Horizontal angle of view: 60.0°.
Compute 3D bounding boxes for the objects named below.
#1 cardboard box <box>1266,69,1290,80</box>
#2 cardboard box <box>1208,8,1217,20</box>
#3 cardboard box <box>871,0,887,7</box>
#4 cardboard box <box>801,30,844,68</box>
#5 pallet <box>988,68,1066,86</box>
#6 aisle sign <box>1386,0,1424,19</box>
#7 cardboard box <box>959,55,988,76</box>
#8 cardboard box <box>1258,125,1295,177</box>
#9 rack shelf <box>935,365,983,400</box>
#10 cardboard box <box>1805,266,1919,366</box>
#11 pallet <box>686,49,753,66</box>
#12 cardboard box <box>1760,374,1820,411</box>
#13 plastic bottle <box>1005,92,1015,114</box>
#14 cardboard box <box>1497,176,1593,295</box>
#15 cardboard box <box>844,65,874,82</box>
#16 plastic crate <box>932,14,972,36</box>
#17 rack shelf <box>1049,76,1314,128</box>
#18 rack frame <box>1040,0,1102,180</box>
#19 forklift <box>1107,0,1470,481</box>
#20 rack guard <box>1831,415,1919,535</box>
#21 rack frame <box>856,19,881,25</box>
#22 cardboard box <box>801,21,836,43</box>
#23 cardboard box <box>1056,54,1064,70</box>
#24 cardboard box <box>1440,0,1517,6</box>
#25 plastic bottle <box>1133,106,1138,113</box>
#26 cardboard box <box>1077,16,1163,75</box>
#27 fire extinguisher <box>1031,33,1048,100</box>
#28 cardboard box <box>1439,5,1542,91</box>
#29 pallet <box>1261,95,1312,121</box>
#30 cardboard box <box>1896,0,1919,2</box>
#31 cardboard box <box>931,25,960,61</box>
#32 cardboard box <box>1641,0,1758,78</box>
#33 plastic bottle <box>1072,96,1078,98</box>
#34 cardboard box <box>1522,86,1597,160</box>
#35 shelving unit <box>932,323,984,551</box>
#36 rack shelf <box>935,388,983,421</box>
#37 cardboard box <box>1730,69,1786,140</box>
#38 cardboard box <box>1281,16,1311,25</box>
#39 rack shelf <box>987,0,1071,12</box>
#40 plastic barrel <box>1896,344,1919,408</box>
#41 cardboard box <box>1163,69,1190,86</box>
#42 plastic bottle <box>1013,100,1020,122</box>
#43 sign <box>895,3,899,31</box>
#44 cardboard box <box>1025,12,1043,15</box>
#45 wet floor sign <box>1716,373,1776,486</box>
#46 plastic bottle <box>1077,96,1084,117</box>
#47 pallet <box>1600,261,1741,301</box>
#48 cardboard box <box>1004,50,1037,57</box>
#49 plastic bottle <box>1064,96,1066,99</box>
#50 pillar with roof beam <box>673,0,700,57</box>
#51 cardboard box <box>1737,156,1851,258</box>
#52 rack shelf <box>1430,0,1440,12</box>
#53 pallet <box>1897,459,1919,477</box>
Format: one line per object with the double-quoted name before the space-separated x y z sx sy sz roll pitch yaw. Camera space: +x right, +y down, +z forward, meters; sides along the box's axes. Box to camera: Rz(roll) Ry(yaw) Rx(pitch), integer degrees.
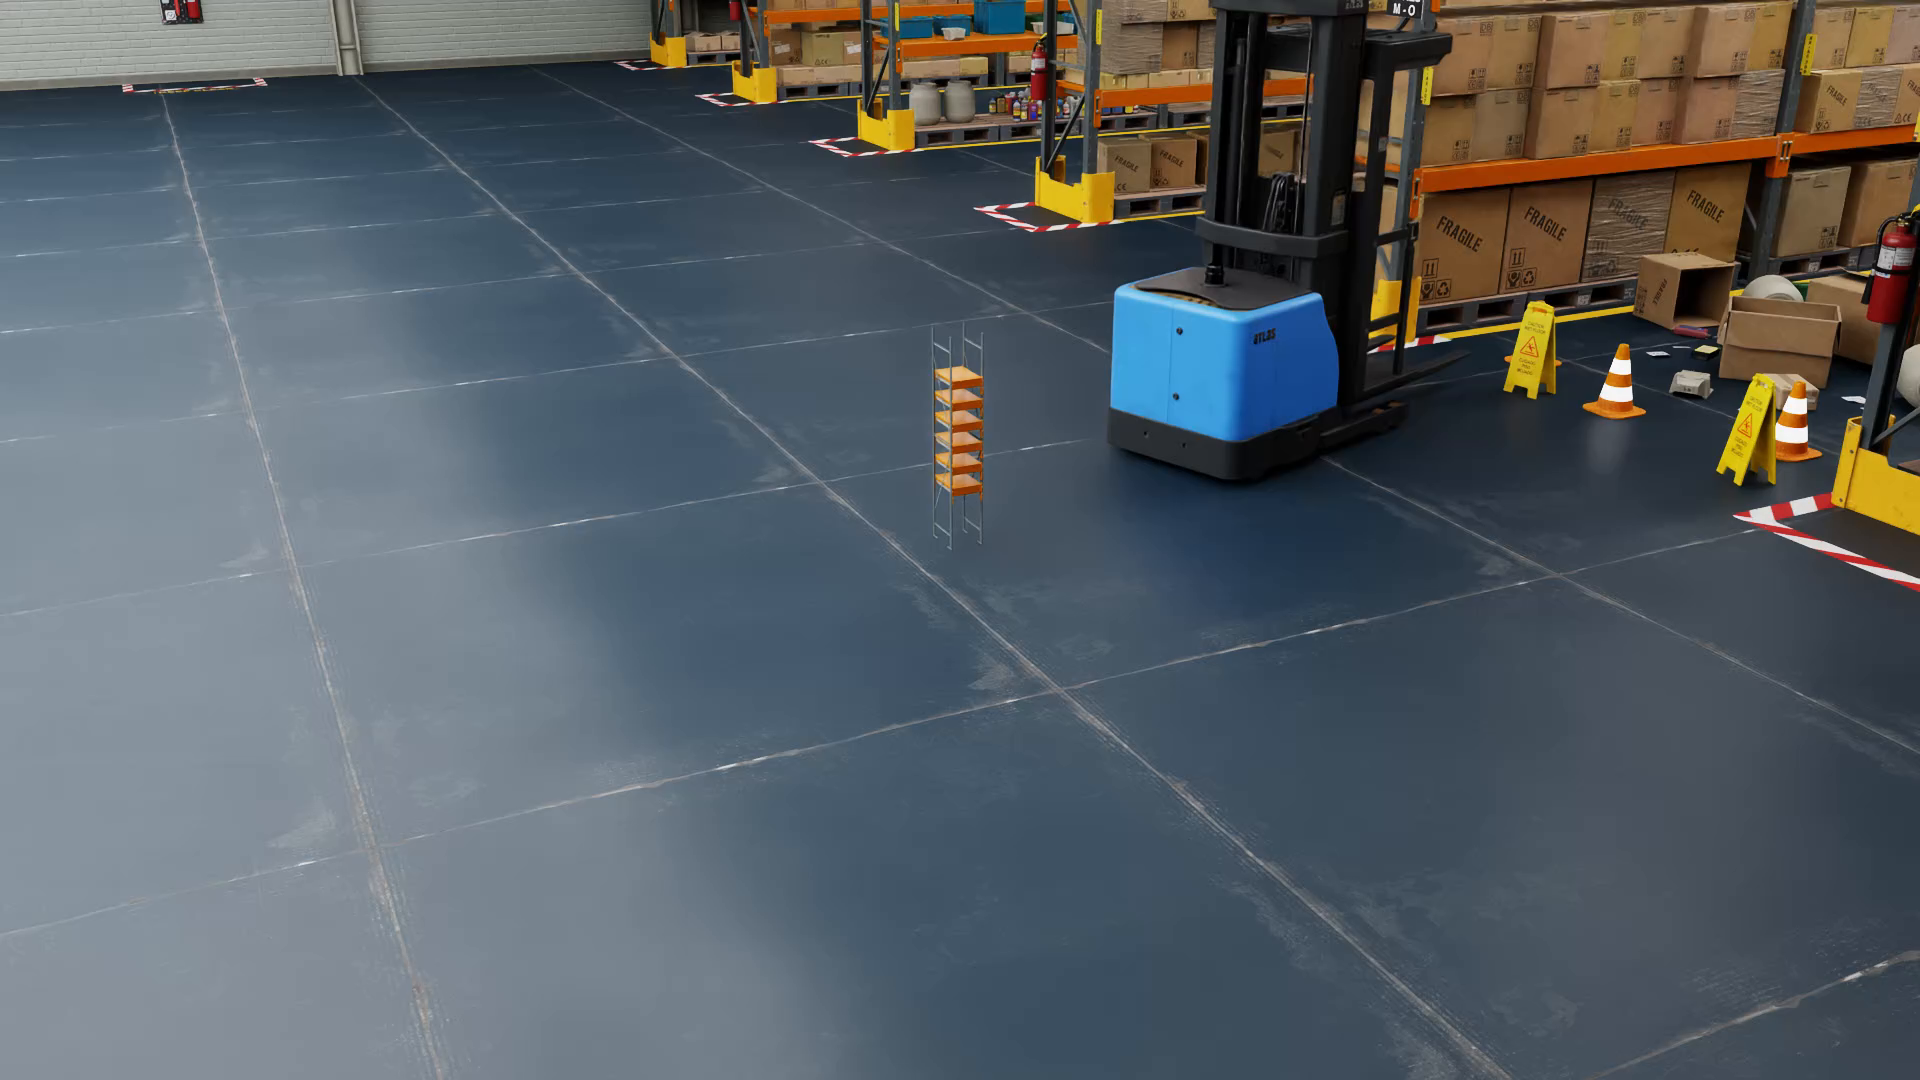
"cardboard box" 3.311 -5.011 17.737 0.250 0.149 0.380 -10 25 -24
"cardboard box" 2.648 -5.651 17.129 0.500 0.500 0.500 -10 25 -24
"cardboard box" -1.342 -8.635 26.035 0.500 0.500 0.700 -10 24 -22
"cardboard box" -2.132 -7.624 25.789 0.500 0.500 0.500 -10 25 -24
"pallet" 1.089 -7.769 27.719 1.213 0.211 1.003 -10 25 -24
"aisle sign" 3.258 -4.204 12.061 0.004 0.787 0.394 -10 25 -24
"cardboard box" 0.119 -7.693 26.936 0.500 0.250 0.500 -10 25 -24
"cardboard box" 3.320 -4.266 18.330 0.500 0.500 0.500 -13 26 -28
"rack shelf" -0.013 -0.844 8.870 0.180 0.103 0.258 -10 25 -24
"cardboard box" 6.753 -1.660 12.400 0.503 0.637 0.797 -10 25 -24
"pallet" -4.498 -8.812 30.238 1.213 0.211 1.003 -10 25 -24
"cardboard box" 5.733 -1.025 11.508 0.250 0.149 0.380 2 23 4
"plastic bottle" 0.687 -5.984 22.746 0.135 0.276 0.152 -10 25 -23
"cardboard box" 4.566 -2.612 13.843 0.875 0.875 0.875 -11 25 -24
"cardboard box" -1.682 -7.361 26.134 0.500 0.250 0.500 -10 25 -24
"plastic crate" -0.108 -6.774 21.863 0.408 0.251 0.499 -10 25 -24
"rack shelf" 2.933 -4.843 17.945 4.000 0.370 1.077 -10 25 -24
"rack frame" 1.131 -4.844 17.006 0.127 3.000 1.000 -10 25 -24
"forklift" 2.336 -2.175 10.649 3.031 2.935 1.130 -21 30 -40
"rack guard" 5.498 -0.286 9.264 0.348 0.500 1.175 -10 25 -24
"rack frame" -1.709 -10.628 30.981 0.127 3.000 1.000 -10 25 -24
"cardboard box" -2.627 -9.491 30.926 0.500 0.500 0.500 -12 26 -28
"cardboard box" 1.374 -7.911 27.463 0.500 0.250 0.500 -10 24 -22
"cardboard box" 5.512 -6.062 18.616 1.000 1.000 1.000 -10 25 -23
"plastic bottle" 2.396 -5.957 22.779 0.097 0.201 0.097 0 22 0
"cardboard box" 1.639 -5.109 17.128 0.500 0.500 0.875 -10 25 -24
"fire extinguisher" 0.828 -4.948 17.359 0.183 0.674 0.296 -10 25 -24
"cardboard box" 3.998 -3.857 13.015 0.550 0.550 0.875 -10 25 -24
"pallet" 4.379 -6.273 24.106 1.213 0.211 1.003 -10 25 -24
"cardboard box" 8.614 -4.627 15.044 0.500 0.500 0.700 -11 25 -24
"cardboard box" -0.336 -7.961 26.602 0.500 0.500 0.500 -10 25 -24
"cardboard box" 6.003 -4.169 13.768 0.550 0.550 0.875 -10 25 -24
"plastic bottle" 1.602 -6.100 23.034 0.097 0.271 0.097 0 22 0
"cardboard box" 4.551 -3.413 13.352 0.550 0.550 0.875 -10 25 -24
"shelving unit" -0.013 -0.552 8.991 0.189 1.200 0.258 -10 25 -24
"rack shelf" -0.013 -0.733 8.916 0.180 0.103 0.258 -10 25 -24
"cardboard box" 6.468 -3.785 14.253 0.550 0.550 0.875 -10 25 -24
"cardboard box" 3.431 -5.449 17.949 0.500 0.500 0.875 -10 25 -24
"rack shelf" 2.245 -8.921 27.797 4.000 0.370 1.077 -10 25 -24
"plastic barrel" 6.634 -1.103 11.337 0.421 0.421 0.512 6 23 13
"cardboard box" 2.173 -4.813 17.259 0.250 0.149 0.380 -10 25 -24
"plastic bottle" 0.752 -5.687 22.035 0.097 0.271 0.097 0 22 0
"sign" -0.782 -6.488 20.617 0.005 0.325 0.100 -10 25 -24
"cardboard box" 1.269 -10.203 32.646 0.500 0.500 0.700 -10 25 -23
"wet floor sign" 4.794 -0.678 10.021 0.232 0.644 0.267 -2 23 -5
"plastic bottle" 1.668 -5.902 22.451 0.185 0.351 0.144 -11 25 -24
"pallet" 6.076 -2.394 14.733 1.213 0.211 1.003 -10 25 -24
"cardboard box" 0.923 -8.087 27.155 0.500 0.311 0.500 -10 25 -23
"plastic bottle" 1.510 -6.171 23.102 0.185 0.351 0.144 -12 25 -26
"pillar with roof beam" -3.191 -11.667 25.647 0.400 9.000 9.100 -10 25 -24
"cardboard box" 7.316 -3.070 15.113 0.750 0.750 1.050 -11 25 -24
"rack shelf" 4.993 -4.503 13.202 4.000 0.370 1.077 -10 25 -24
"pallet" 6.245 -0.275 9.616 1.213 0.211 1.003 -10 25 -24
